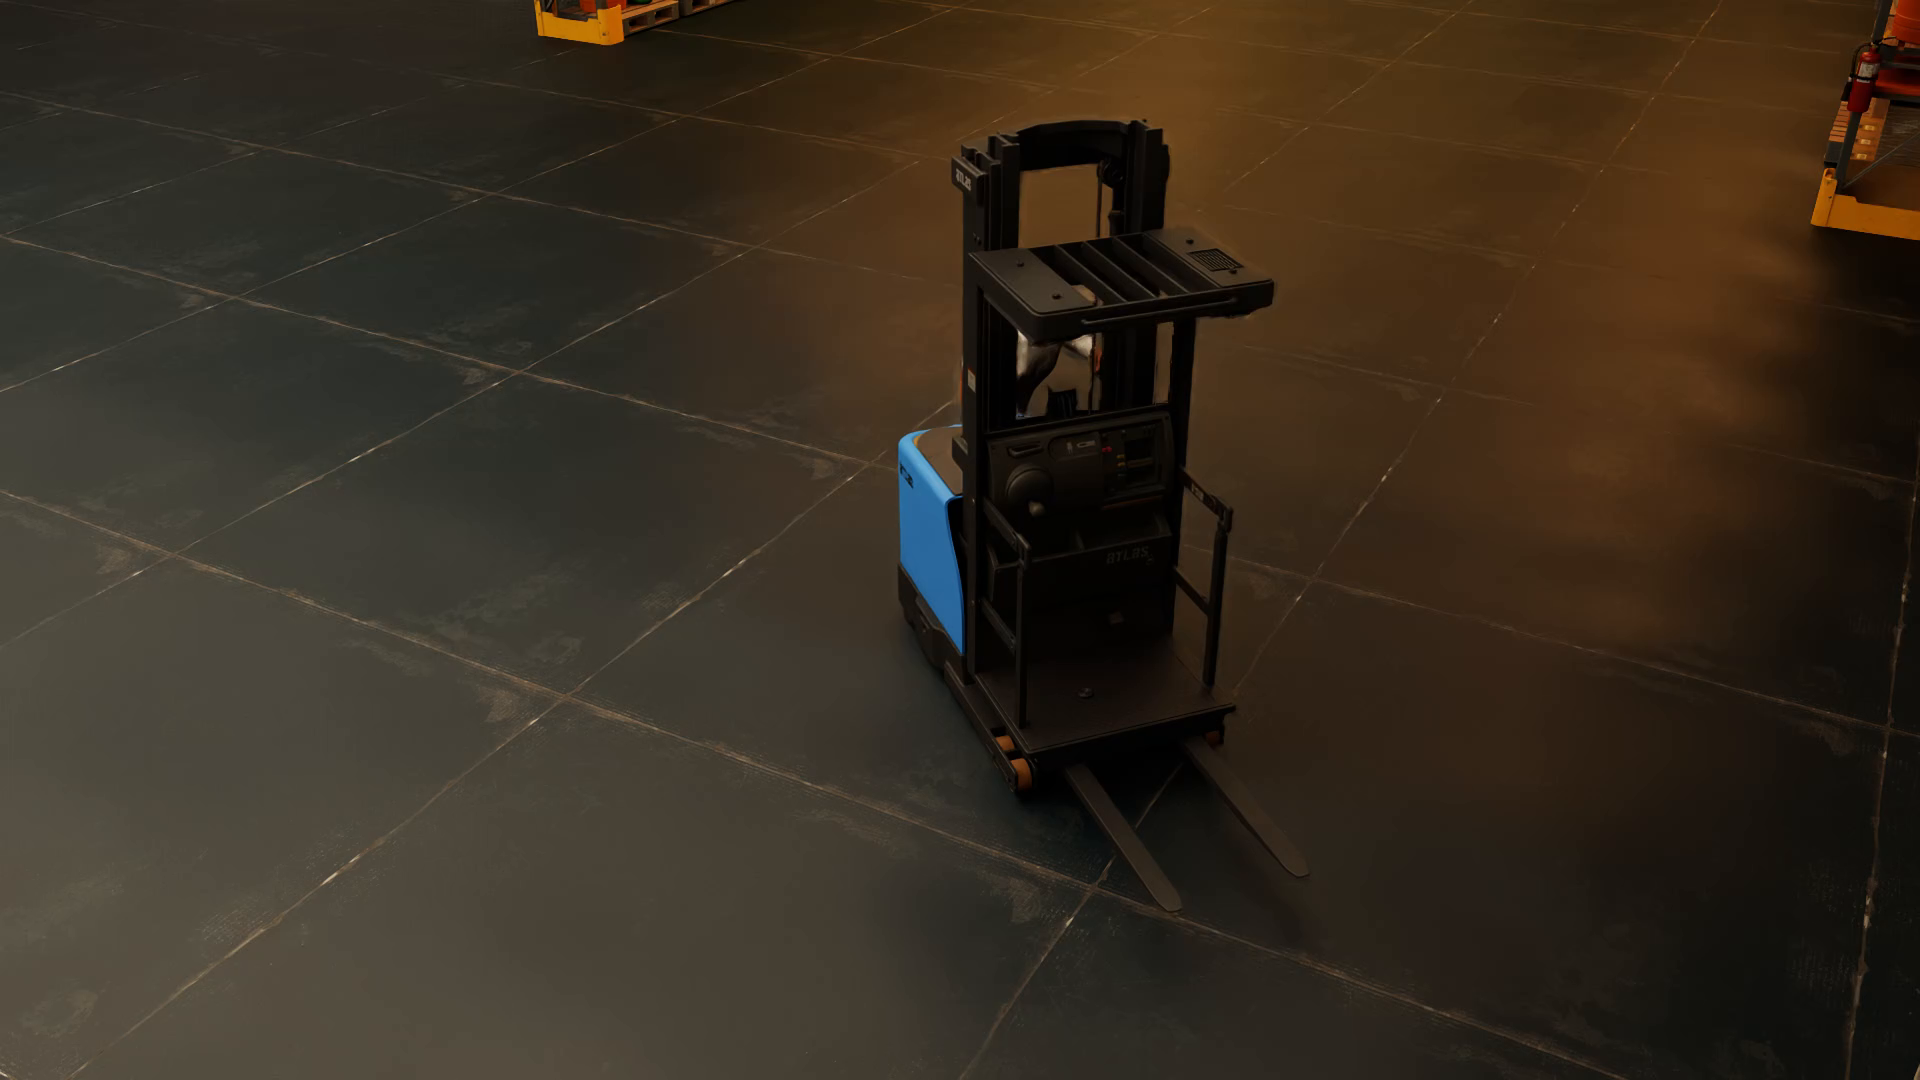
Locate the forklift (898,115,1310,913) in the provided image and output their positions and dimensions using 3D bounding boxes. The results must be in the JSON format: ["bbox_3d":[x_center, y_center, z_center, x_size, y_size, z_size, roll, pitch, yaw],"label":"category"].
[{"bbox_3d":[0.649,-0.301,7.591,1.130,2.935,3.031,-11,32,-18],"label":"forklift"}]

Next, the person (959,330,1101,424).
[{"bbox_3d":[0.395,-0.751,9.802,0.907,1.526,1.018,24,38,36],"label":"person"}]
